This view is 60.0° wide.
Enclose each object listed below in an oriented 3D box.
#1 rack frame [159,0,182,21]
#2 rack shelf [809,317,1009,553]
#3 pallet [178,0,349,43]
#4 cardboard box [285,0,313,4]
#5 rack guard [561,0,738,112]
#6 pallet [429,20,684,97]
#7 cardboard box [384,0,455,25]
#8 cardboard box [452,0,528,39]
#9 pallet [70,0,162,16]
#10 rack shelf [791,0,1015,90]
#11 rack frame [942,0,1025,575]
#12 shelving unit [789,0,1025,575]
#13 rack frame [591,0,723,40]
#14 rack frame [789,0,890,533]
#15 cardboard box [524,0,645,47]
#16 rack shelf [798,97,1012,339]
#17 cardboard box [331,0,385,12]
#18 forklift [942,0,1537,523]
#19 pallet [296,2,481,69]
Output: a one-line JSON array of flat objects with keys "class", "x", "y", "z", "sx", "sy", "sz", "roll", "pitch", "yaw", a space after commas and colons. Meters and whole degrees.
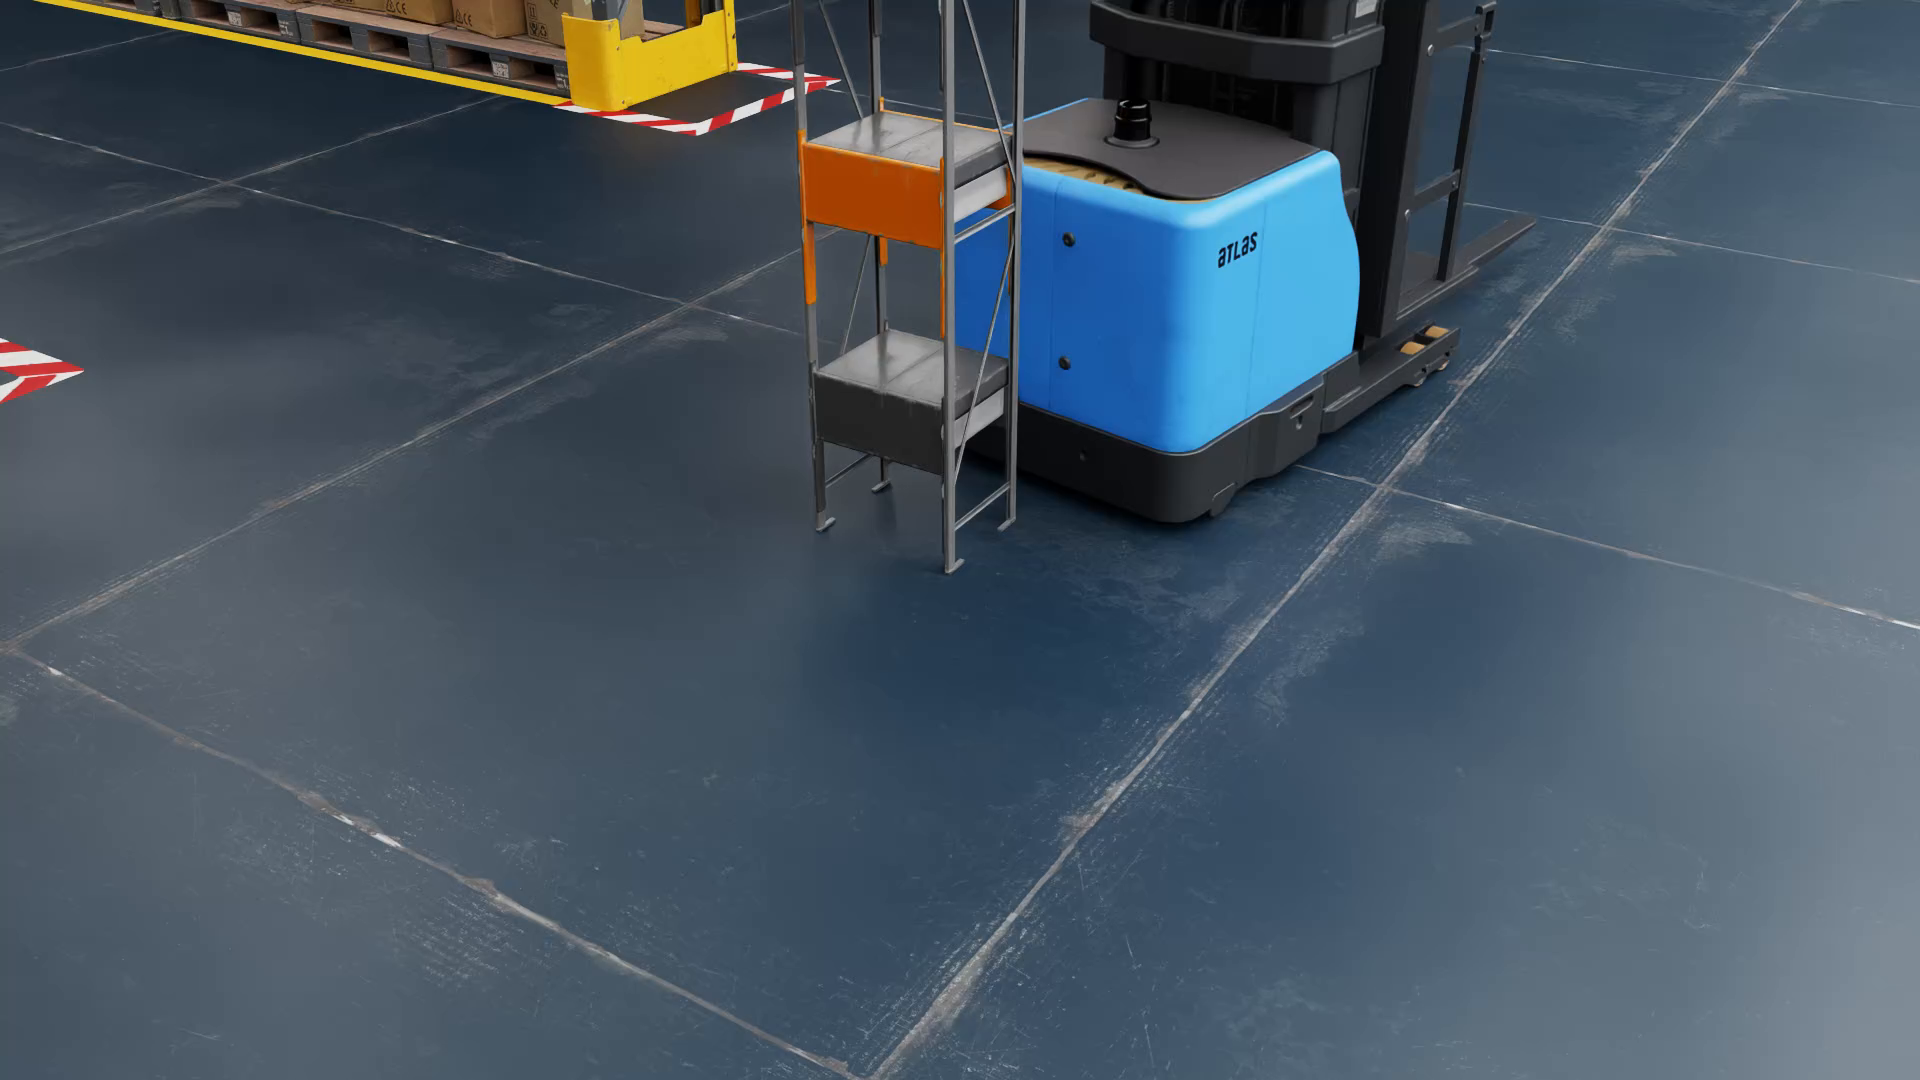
[{"class": "rack frame", "x": -5.120, "y": -5.049, "z": 10.928, "sx": 0.127, "sy": 3.000, "sz": 1.000, "roll": 18, "pitch": 35, "yaw": 27}, {"class": "rack shelf", "x": -0.140, "y": -0.335, "z": 5.157, "sx": 0.480, "sy": 0.518, "sz": 0.431, "roll": 18, "pitch": 35, "yaw": 27}, {"class": "pallet", "x": -4.532, "y": -3.680, "z": 11.348, "sx": 1.213, "sy": 0.211, "sz": 1.003, "roll": 18, "pitch": 35, "yaw": 27}, {"class": "cardboard box", "x": -4.313, "y": -3.876, "z": 10.981, "sx": 0.500, "sy": 0.500, "sz": 0.500, "roll": -23, "pitch": 37, "yaw": -33}, {"class": "rack guard", "x": -1.796, "y": -2.918, "z": 9.756, "sx": 0.348, "sy": 0.500, "sz": 1.175, "roll": 18, "pitch": 35, "yaw": 27}, {"class": "pallet", "x": -2.465, "y": -3.026, "z": 10.227, "sx": 1.213, "sy": 0.211, "sz": 1.003, "roll": 18, "pitch": 35, "yaw": 27}, {"class": "cardboard box", "x": -3.296, "y": -3.575, "z": 10.465, "sx": 0.500, "sy": 0.500, "sz": 0.500, "roll": 21, "pitch": 36, "yaw": 32}, {"class": "cardboard box", "x": -2.776, "y": -3.399, "z": 10.163, "sx": 0.500, "sy": 0.500, "sz": 0.500, "roll": -25, "pitch": 38, "yaw": -36}, {"class": "pallet", "x": -5.780, "y": -4.052, "z": 11.987, "sx": 1.213, "sy": 0.211, "sz": 1.003, "roll": 18, "pitch": 35, "yaw": 27}, {"class": "rack shelf", "x": -0.140, "y": -1.544, "z": 4.451, "sx": 0.480, "sy": 0.518, "sz": 0.431, "roll": 18, "pitch": 35, "yaw": 27}, {"class": "rack frame", "x": 0.066, "y": -0.886, "z": 4.685, "sx": 0.015, "sy": 2.100, "sz": 0.400, "roll": 18, "pitch": 35, "yaw": 27}, {"class": "shelving unit", "x": -0.140, "y": -0.951, "z": 4.797, "sx": 0.503, "sy": 2.100, "sz": 0.431, "roll": 18, "pitch": 35, "yaw": 27}, {"class": "rack frame", "x": -1.732, "y": -3.977, "z": 9.091, "sx": 0.127, "sy": 3.000, "sz": 1.000, "roll": 18, "pitch": 35, "yaw": 27}, {"class": "rack frame", "x": -0.347, "y": -1.017, "z": 4.909, "sx": 0.015, "sy": 2.100, "sz": 0.400, "roll": 18, "pitch": 35, "yaw": 27}, {"class": "cardboard box", "x": -2.252, "y": -3.254, "z": 9.914, "sx": 0.500, "sy": 0.500, "sz": 0.500, "roll": 25, "pitch": 39, "yaw": 36}, {"class": "rack shelf", "x": -0.140, "y": -0.940, "z": 4.804, "sx": 0.480, "sy": 0.518, "sz": 0.431, "roll": 18, "pitch": 35, "yaw": 27}, {"class": "cardboard box", "x": -3.745, "y": -3.743, "z": 10.754, "sx": 0.500, "sy": 0.500, "sz": 0.500, "roll": 14, "pitch": 33, "yaw": 23}, {"class": "forklift", "x": 1.258, "y": -1.987, "z": 5.748, "sx": 1.130, "sy": 2.935, "sz": 3.031, "roll": 23, "pitch": 37, "yaw": 34}, {"class": "pallet", "x": -3.495, "y": -3.353, "z": 10.788, "sx": 1.213, "sy": 0.211, "sz": 1.003, "roll": 18, "pitch": 35, "yaw": 27}]
